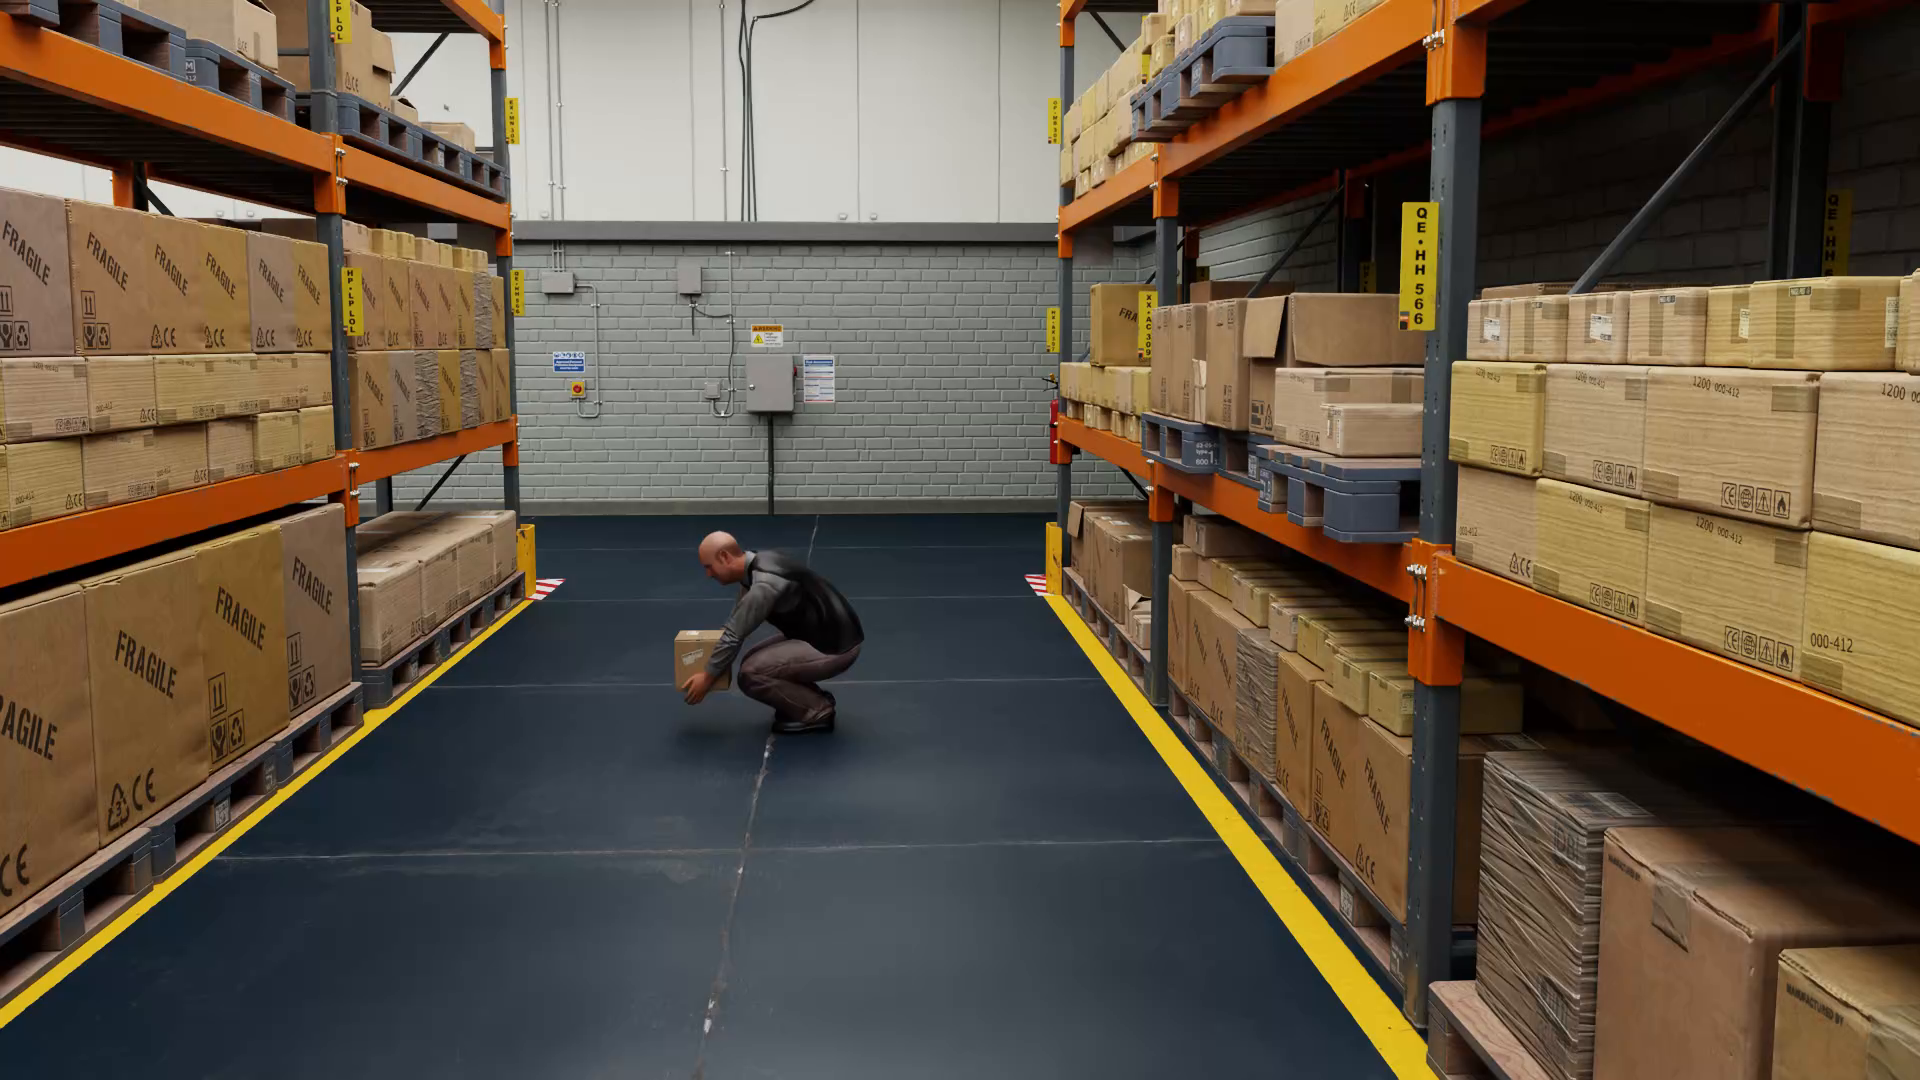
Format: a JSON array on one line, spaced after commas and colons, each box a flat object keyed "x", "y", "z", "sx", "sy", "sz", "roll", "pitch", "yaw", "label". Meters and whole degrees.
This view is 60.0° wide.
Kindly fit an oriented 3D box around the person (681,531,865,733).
[{"x": -0.895, "y": 0.428, "z": 8.004, "sx": 0.868, "sy": 0.967, "sz": 0.528, "roll": 0, "pitch": 7, "yaw": -4, "label": "person"}]
